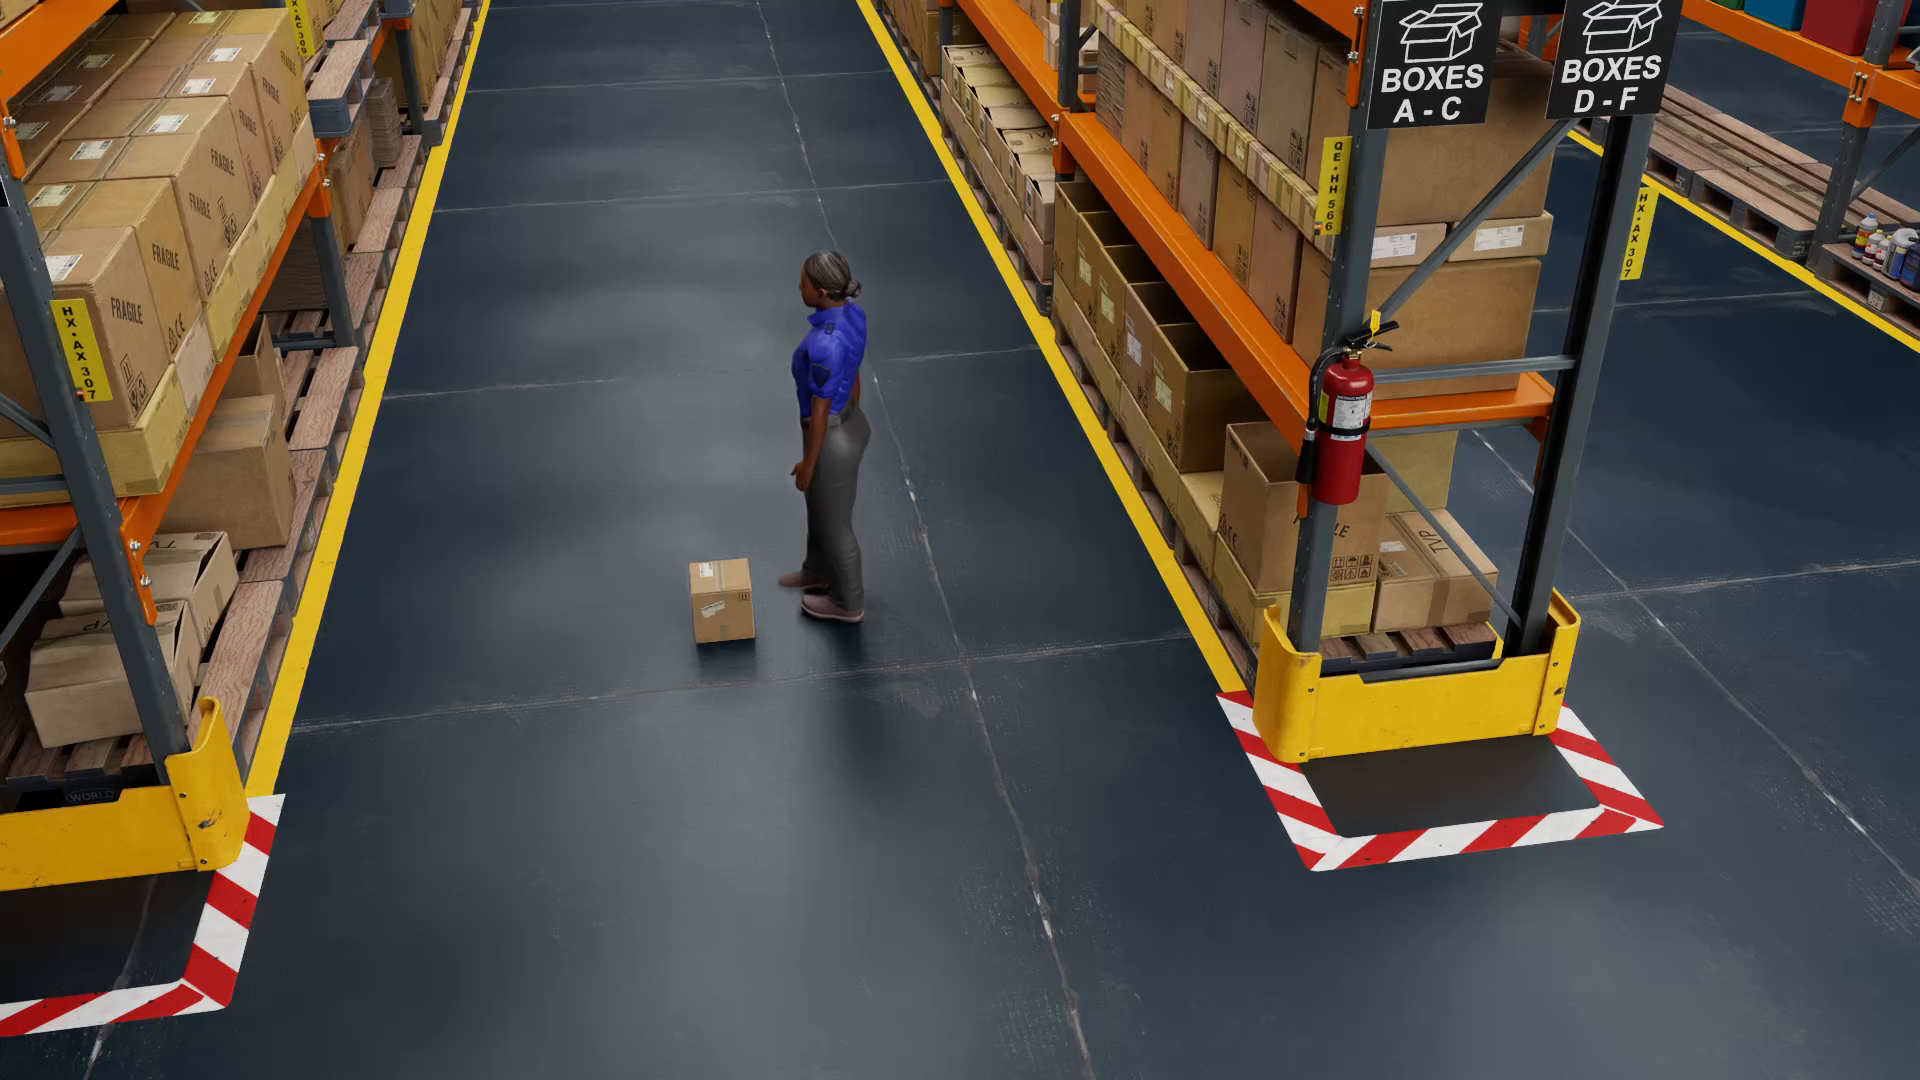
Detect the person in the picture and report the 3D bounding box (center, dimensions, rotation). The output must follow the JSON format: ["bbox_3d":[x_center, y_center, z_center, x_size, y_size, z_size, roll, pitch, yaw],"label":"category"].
[{"bbox_3d":[-0.610,-0.405,6.828,0.485,1.689,0.489,5,31,9],"label":"person"}]
